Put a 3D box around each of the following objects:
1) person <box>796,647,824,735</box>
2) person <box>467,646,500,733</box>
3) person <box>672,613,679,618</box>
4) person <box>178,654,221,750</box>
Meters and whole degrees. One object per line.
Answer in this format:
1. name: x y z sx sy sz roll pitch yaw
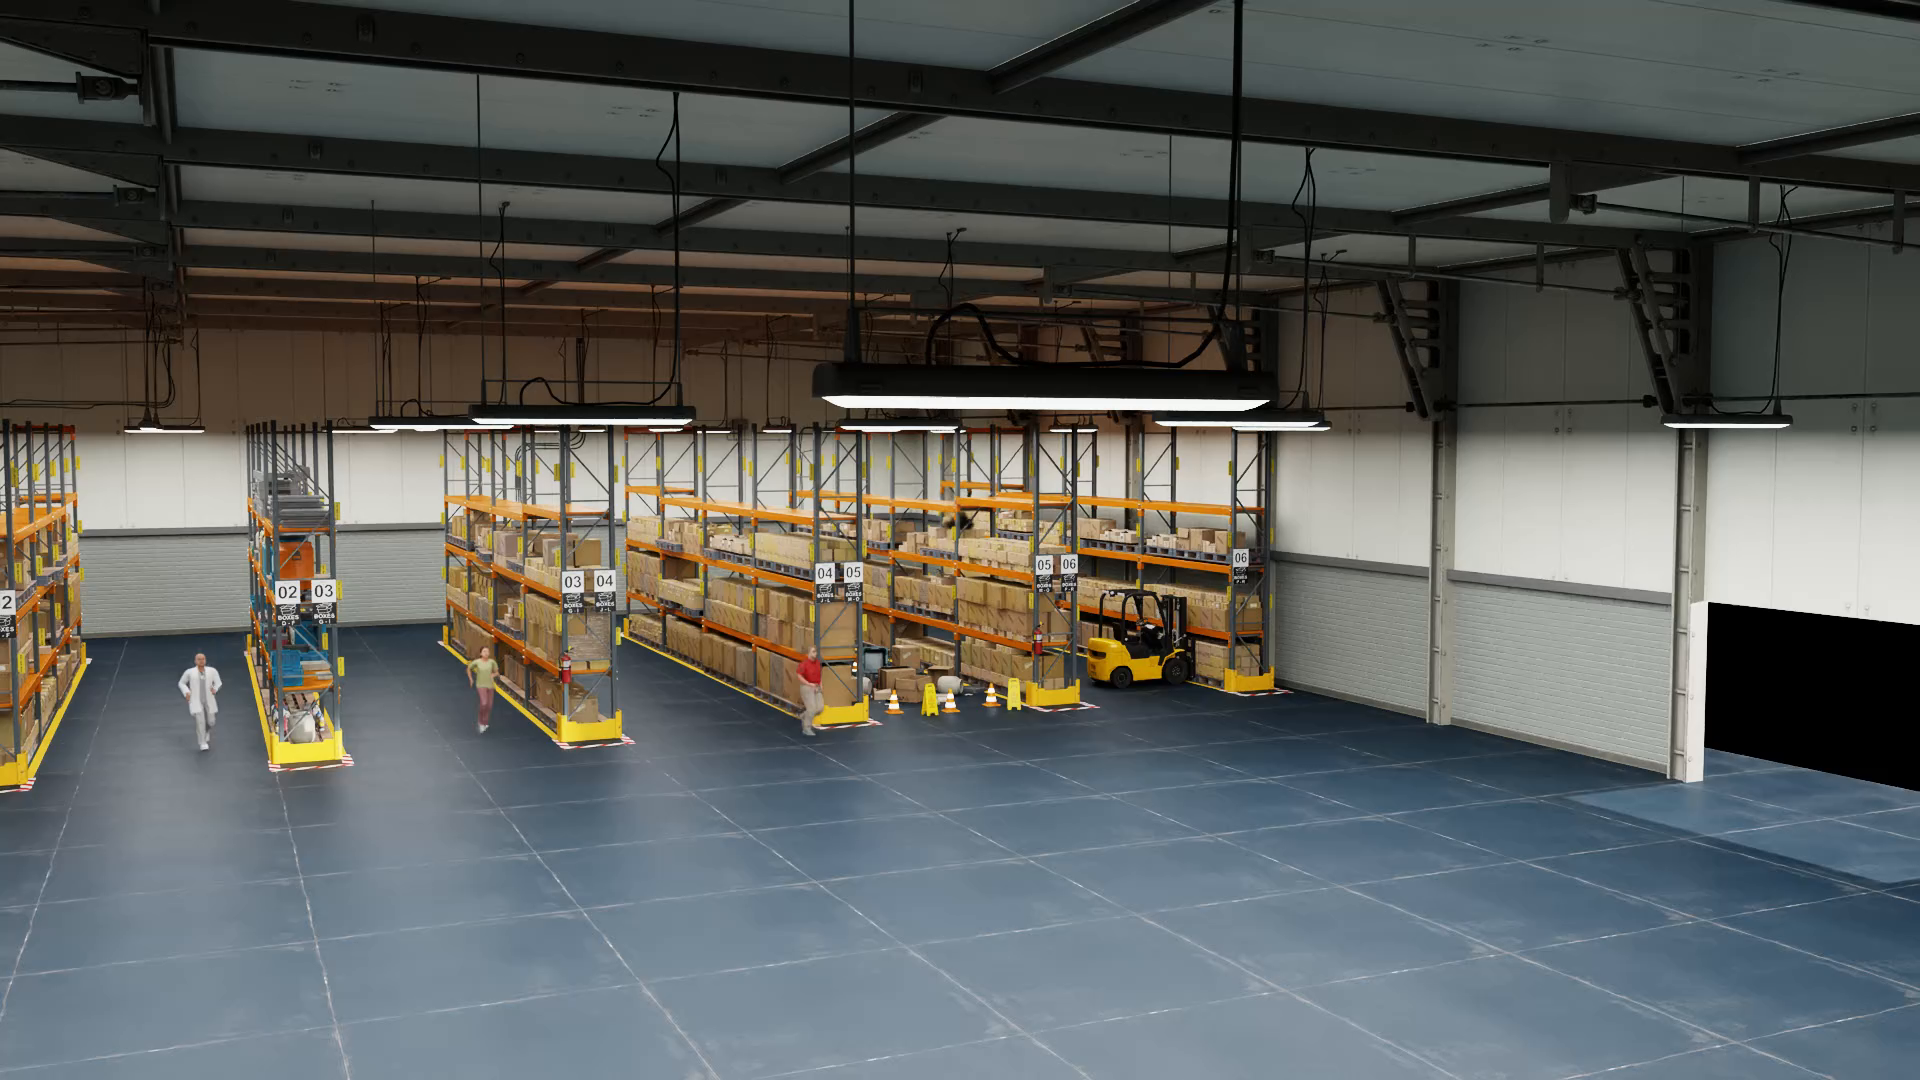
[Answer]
1. person: -2.876 2.899 32.021 0.629 1.702 0.710 3 4 36
2. person: -9.180 2.880 32.138 0.547 1.685 0.680 -2 4 -34
3. person: -8.303 1.806 49.063 0.613 1.763 0.777 3 5 41
4. person: -13.906 2.948 30.466 0.715 1.735 0.826 -2 4 -35
